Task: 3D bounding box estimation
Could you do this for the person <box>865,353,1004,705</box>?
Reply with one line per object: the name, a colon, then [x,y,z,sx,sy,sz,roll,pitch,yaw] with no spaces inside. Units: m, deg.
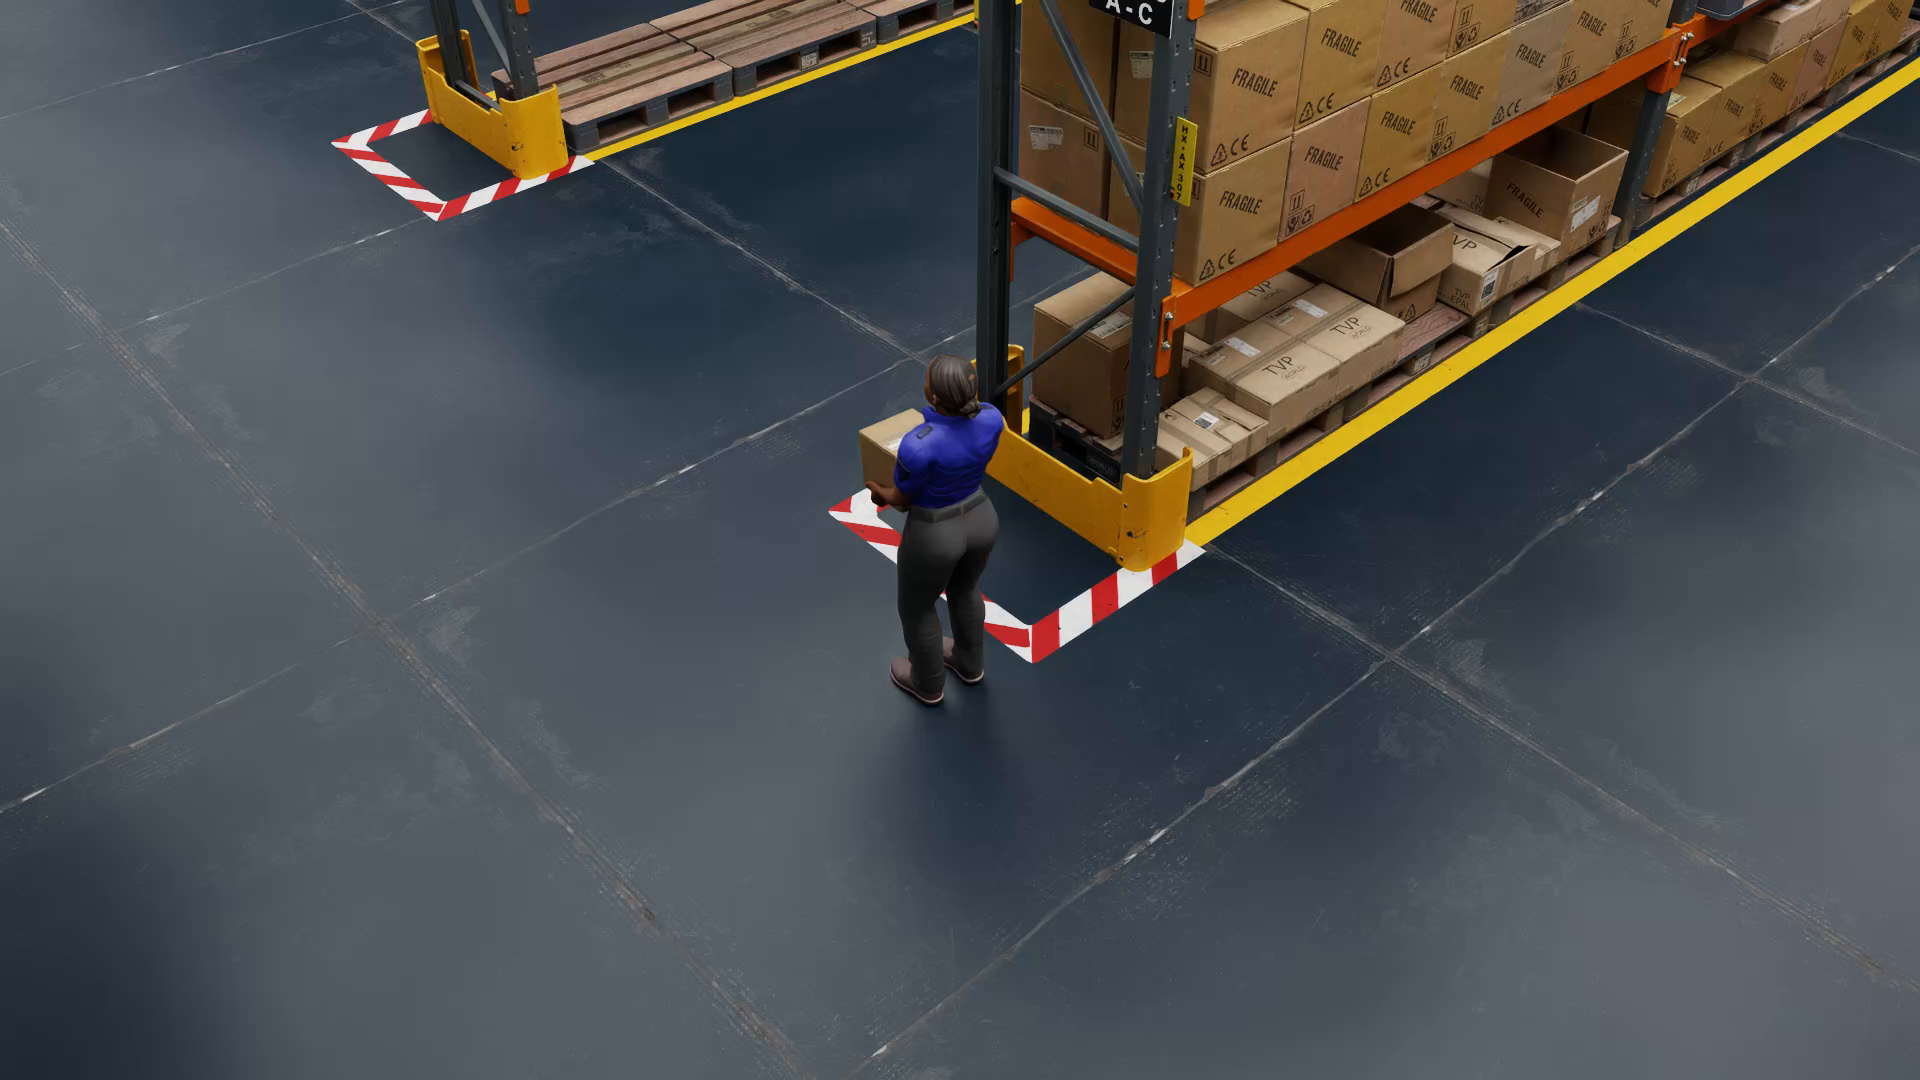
person: [-0.095,-0.069,6.249,0.449,1.645,0.520,-26,46,-27]
